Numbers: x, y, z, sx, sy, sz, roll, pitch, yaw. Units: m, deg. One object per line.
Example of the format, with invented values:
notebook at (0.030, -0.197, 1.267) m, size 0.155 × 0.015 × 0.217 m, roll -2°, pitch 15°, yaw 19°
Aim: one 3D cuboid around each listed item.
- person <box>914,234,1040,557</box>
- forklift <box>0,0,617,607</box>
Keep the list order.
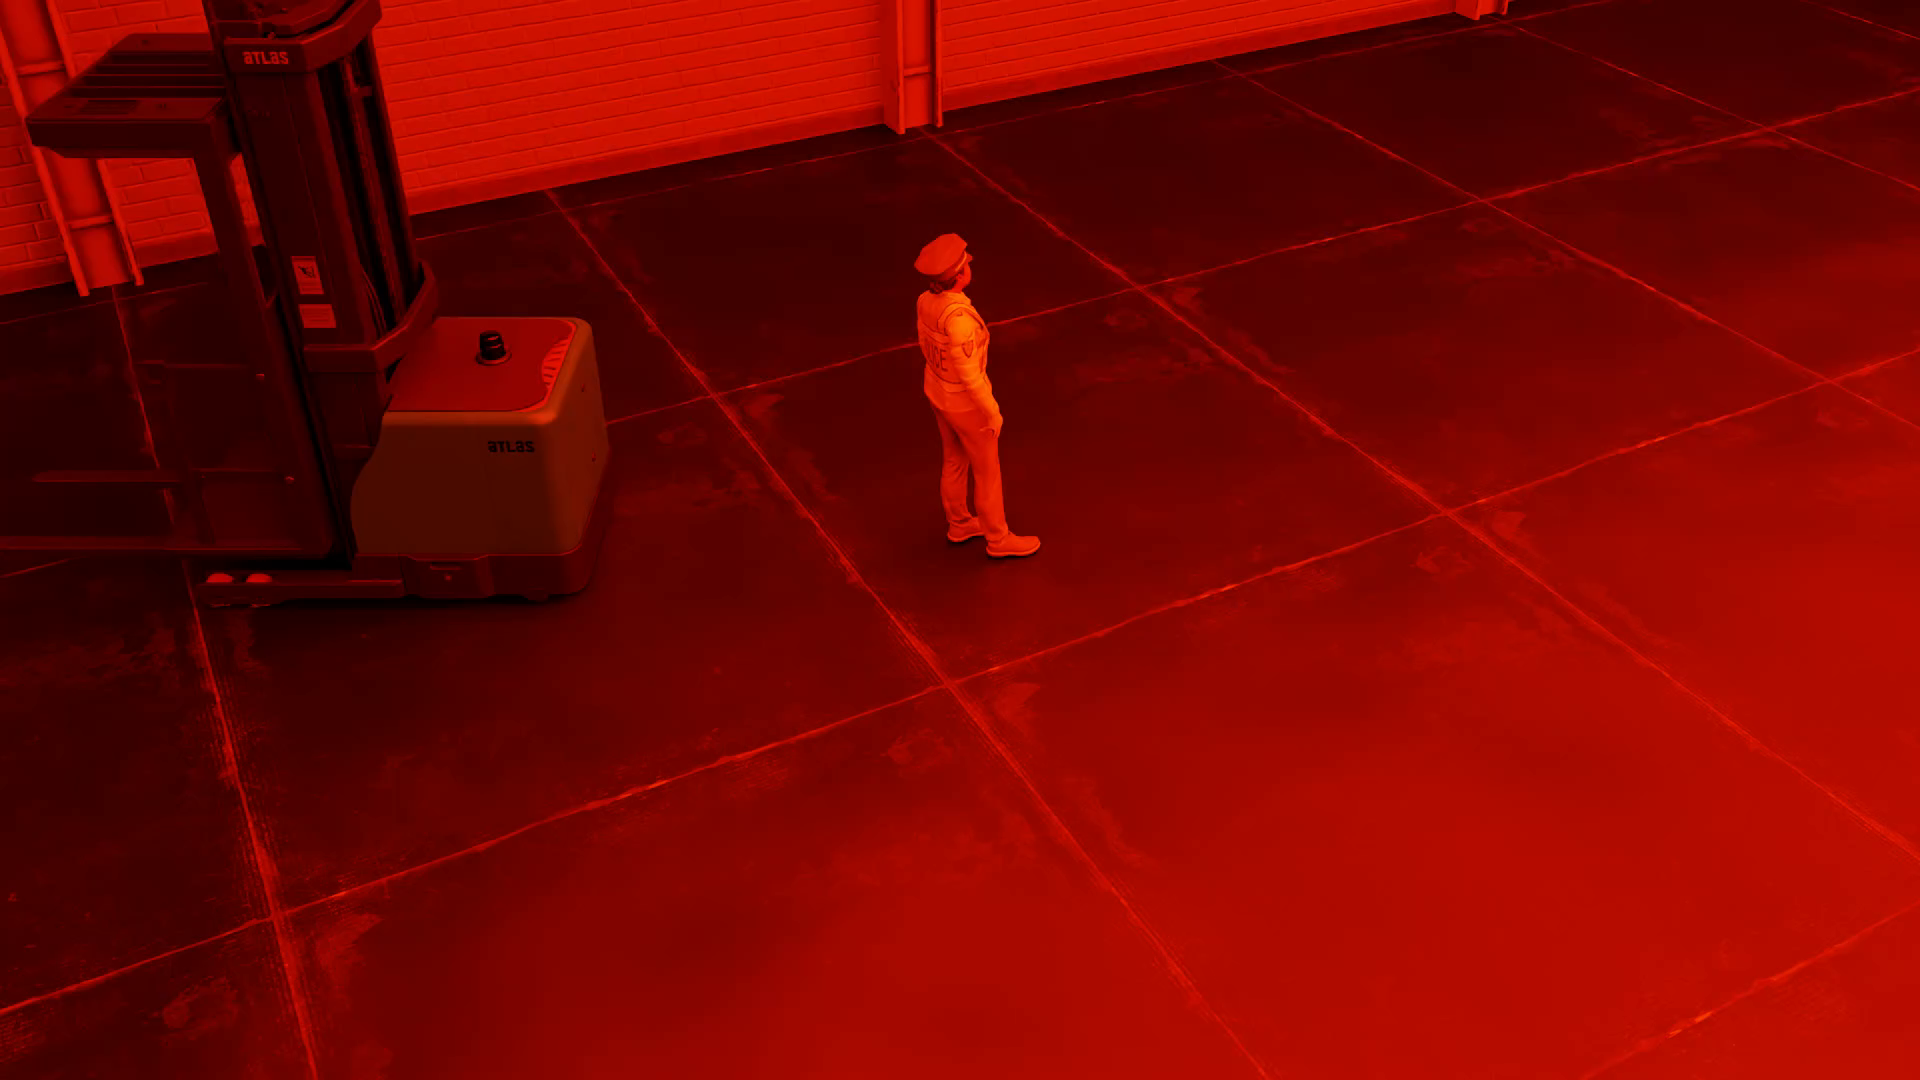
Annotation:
person at (0.064, -0.713, 8.190) m, size 0.532 × 1.694 × 0.586 m, roll -17°, pitch 39°, yaw -23°
forklift at (-3.356, -1.173, 7.782) m, size 3.031 × 2.935 × 1.130 m, roll 0°, pitch 35°, yaw 0°
